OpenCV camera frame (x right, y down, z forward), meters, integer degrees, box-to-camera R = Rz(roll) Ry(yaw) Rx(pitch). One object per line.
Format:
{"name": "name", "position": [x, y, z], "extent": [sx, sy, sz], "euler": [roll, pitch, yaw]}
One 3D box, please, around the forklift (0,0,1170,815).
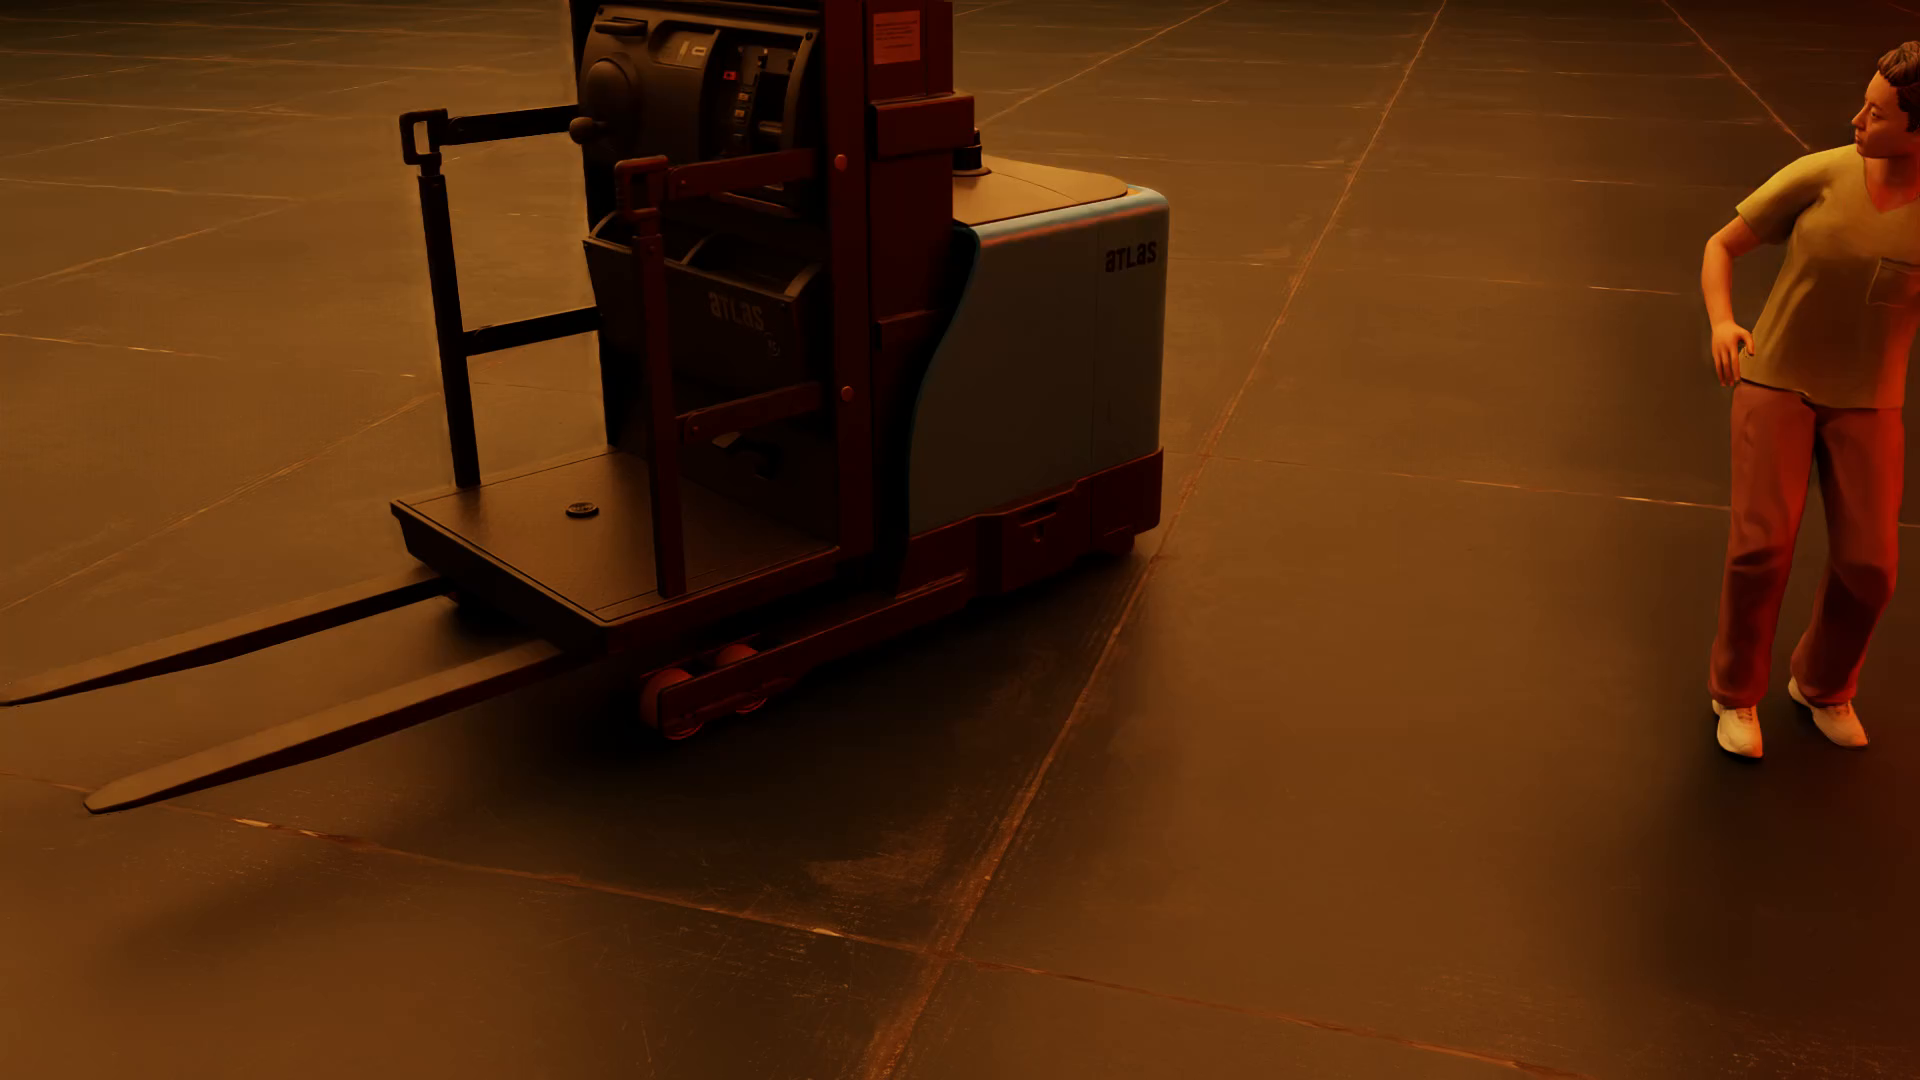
{"name": "forklift", "position": [-0.812, -1.102, 3.950], "extent": [3.031, 2.935, 1.130], "euler": [-20, 29, -39]}

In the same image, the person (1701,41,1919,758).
{"name": "person", "position": [1.986, -0.279, 3.727], "extent": [0.692, 1.618, 0.488], "euler": [9, 24, 22]}
